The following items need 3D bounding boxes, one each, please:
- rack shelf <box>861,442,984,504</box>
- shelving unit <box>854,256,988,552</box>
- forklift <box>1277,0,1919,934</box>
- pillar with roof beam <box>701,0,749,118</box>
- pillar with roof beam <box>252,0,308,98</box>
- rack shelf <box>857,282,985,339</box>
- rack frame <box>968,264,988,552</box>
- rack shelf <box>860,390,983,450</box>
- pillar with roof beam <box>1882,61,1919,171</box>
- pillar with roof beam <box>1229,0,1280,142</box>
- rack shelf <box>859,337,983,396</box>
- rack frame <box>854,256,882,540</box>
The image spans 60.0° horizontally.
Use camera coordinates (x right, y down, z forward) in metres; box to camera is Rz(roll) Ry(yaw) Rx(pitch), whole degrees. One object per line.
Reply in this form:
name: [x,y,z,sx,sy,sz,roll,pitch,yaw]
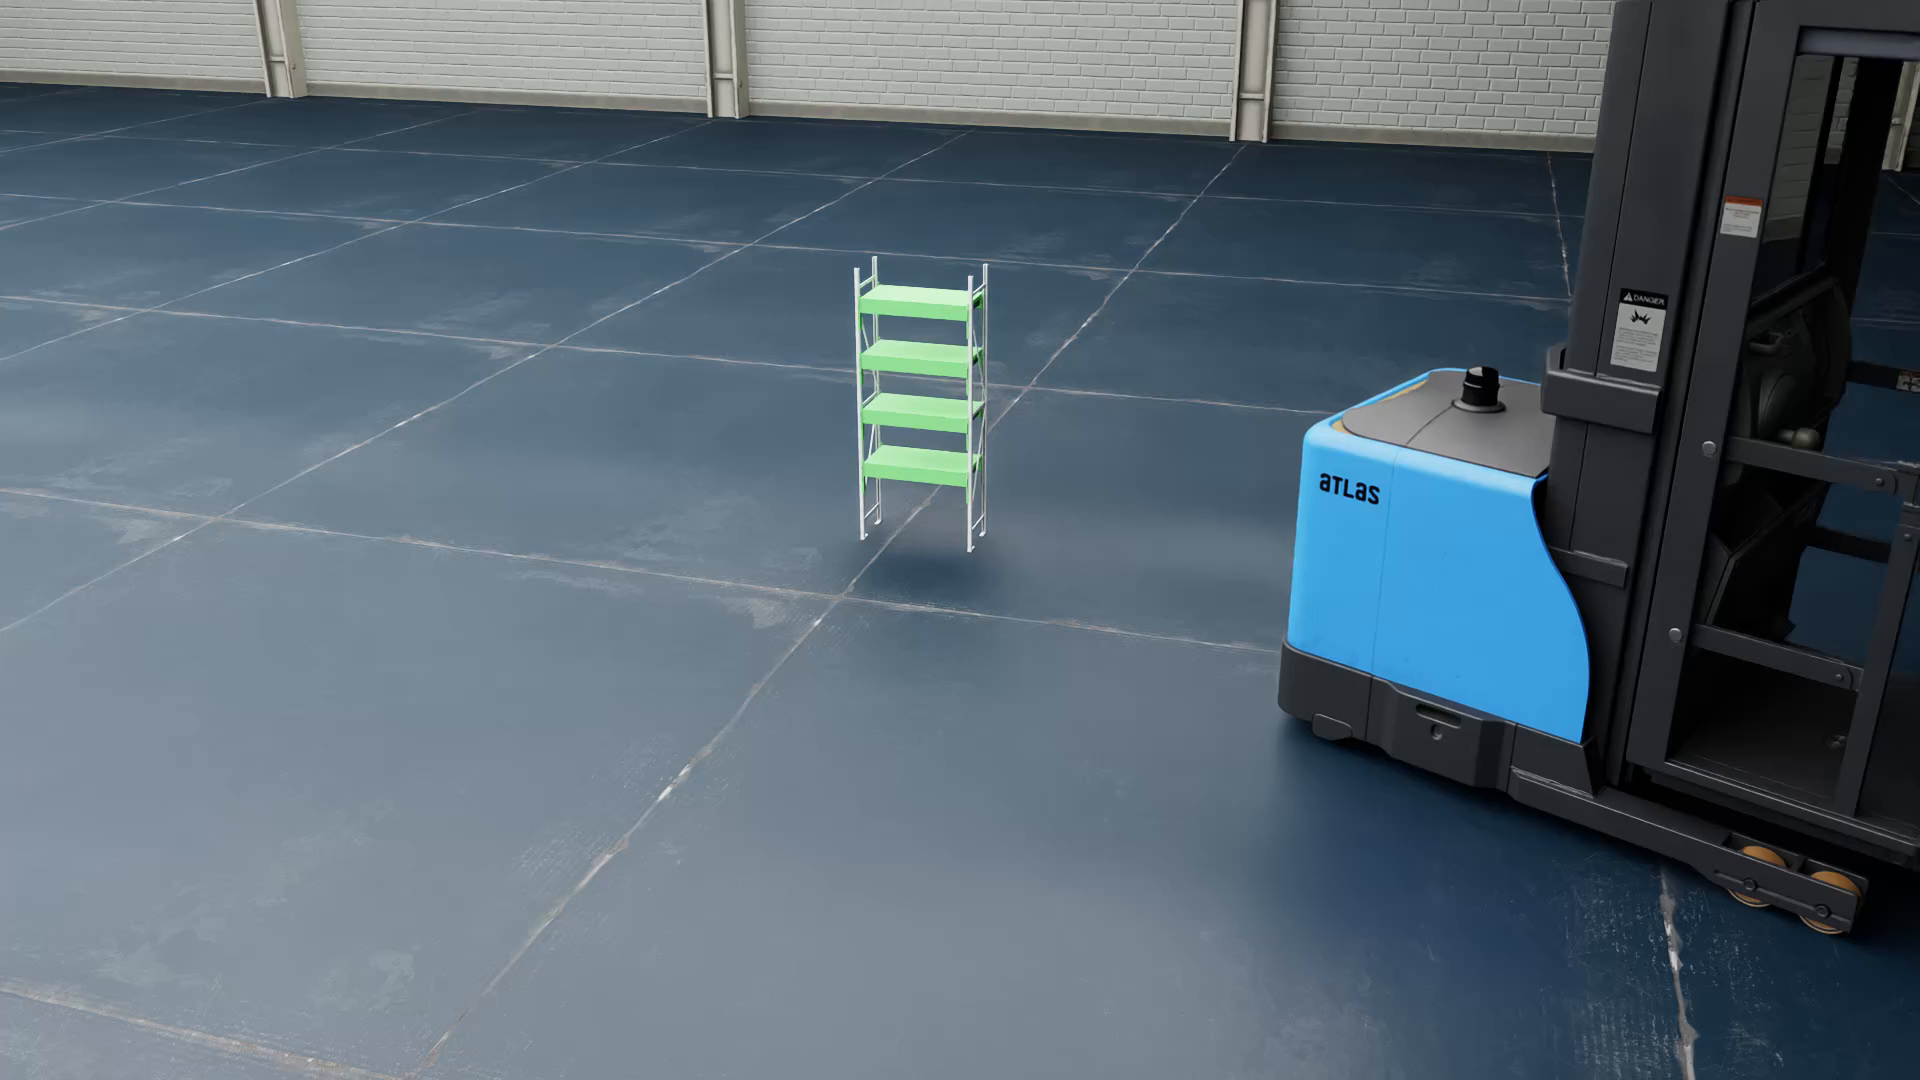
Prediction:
rack shelf: [-0.158,-0.292,7.202,0.480,0.148,0.258,7,23,16]
shelving unit: [-0.158,-0.573,7.087,0.503,1.200,0.258,7,23,16]
forklift: [2.530,-0.491,4.605,3.031,2.935,1.130,18,29,38]
pillar with roof beam: [-3.914,-7.502,13.701,0.400,9.000,9.100,7,23,16]
pillar with roof beam: [-9.658,-8.159,15.304,0.400,9.000,9.100,7,23,16]
rack shelf: [-0.158,-0.958,6.929,0.480,0.148,0.258,7,23,16]
rack frame: [0.075,-0.547,7.021,0.015,1.200,0.240,7,23,16]
rack shelf: [-0.158,-0.514,7.111,0.480,0.148,0.258,7,23,16]
pillar with roof beam: [7.574,-6.186,10.494,0.400,9.000,9.100,7,23,16]
pillar with roof beam: [1.830,-6.844,12.097,0.400,9.000,9.100,7,23,16]
rack shelf: [-0.158,-0.736,7.020,0.480,0.148,0.258,7,23,16]
rack frame: [-0.392,-0.600,7.152,0.015,1.200,0.240,7,23,16]
